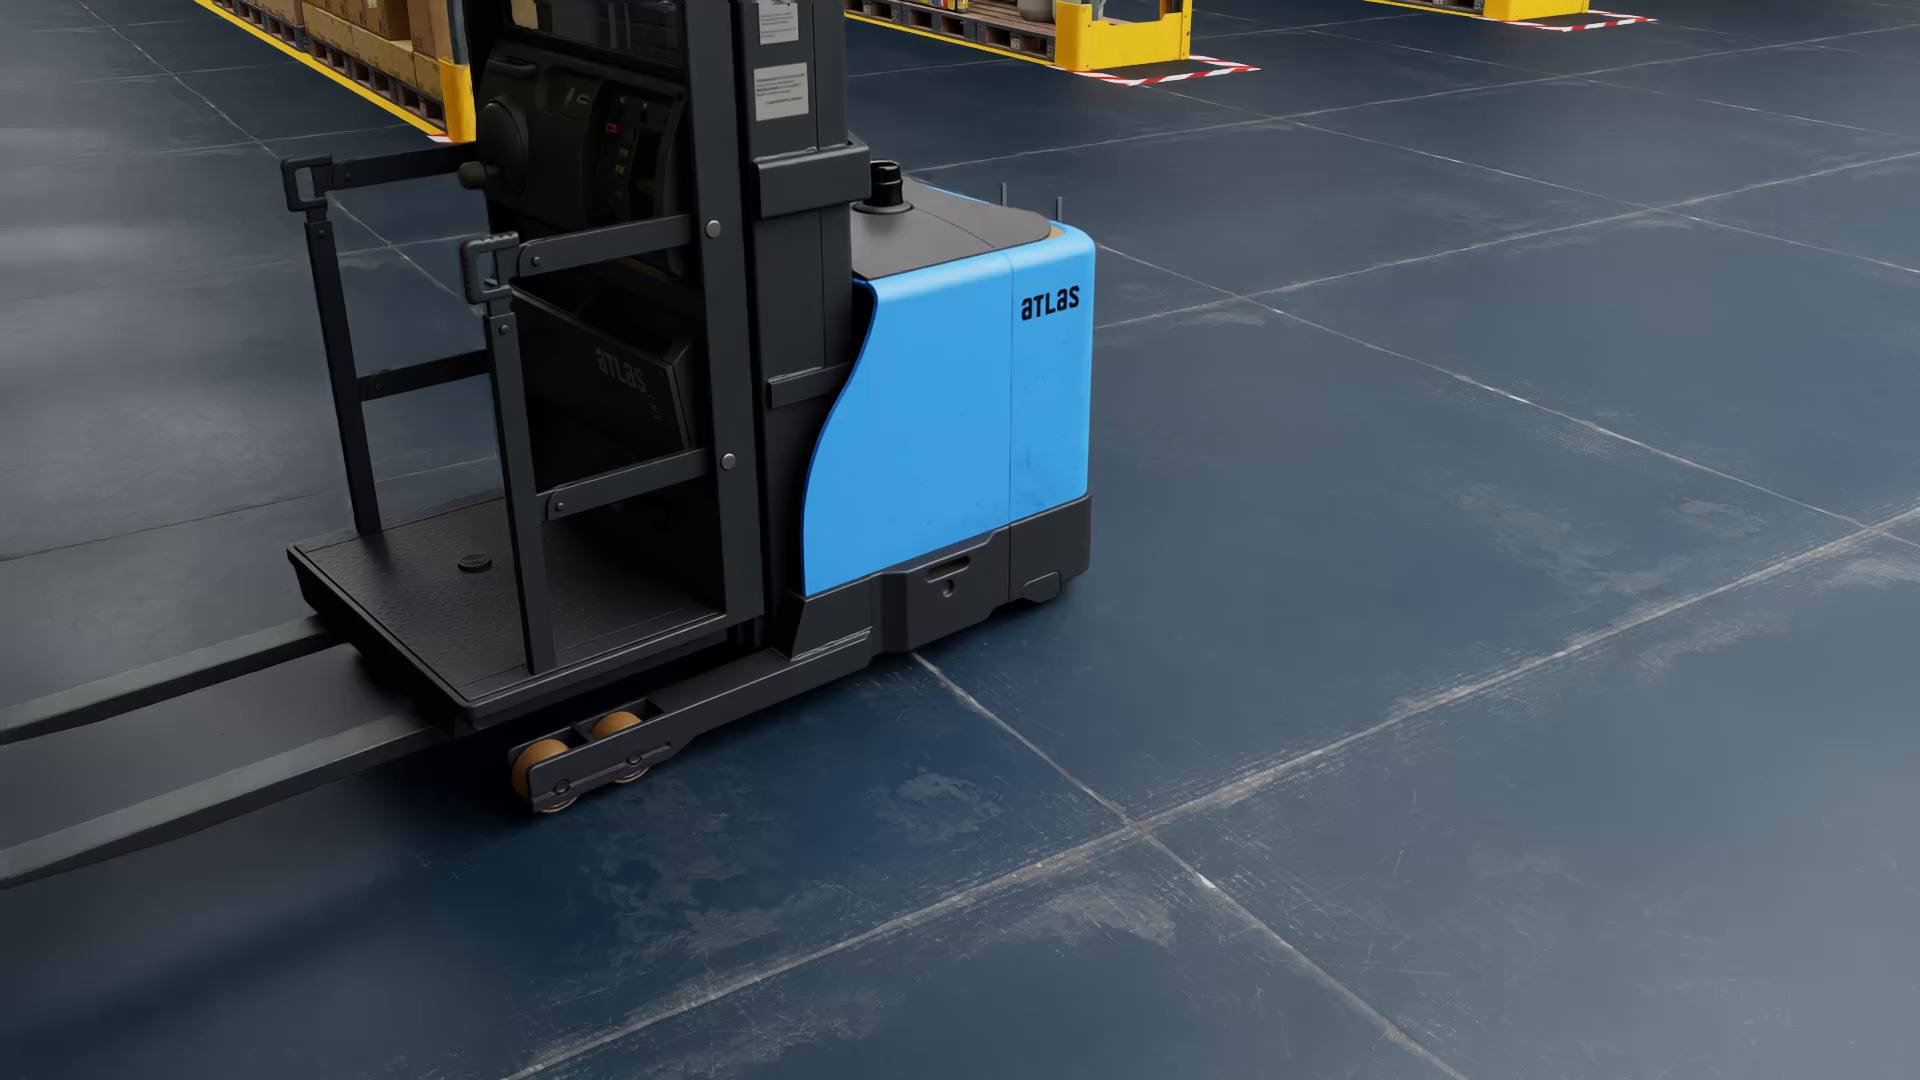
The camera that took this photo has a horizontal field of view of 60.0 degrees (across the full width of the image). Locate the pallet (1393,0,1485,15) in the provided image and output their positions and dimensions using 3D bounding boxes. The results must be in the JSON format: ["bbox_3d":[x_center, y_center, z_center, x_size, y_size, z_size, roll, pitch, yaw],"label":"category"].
[{"bbox_3d":[5.088,-5.417,16.479,1.003,0.211,1.213,-16,29,-30],"label":"pallet"}]

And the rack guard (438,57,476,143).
[{"bbox_3d":[-2.746,-2.906,10.821,1.175,0.500,0.348,-16,29,-30],"label":"rack guard"}]

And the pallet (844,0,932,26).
[{"bbox_3d":[-0.458,-5.118,15.844,1.003,0.211,1.213,-16,29,-30],"label":"pallet"}]

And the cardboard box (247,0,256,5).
[{"bbox_3d":[-6.242,-5.050,15.162,0.500,0.250,0.500,-15,29,-29],"label":"cardboard box"}]

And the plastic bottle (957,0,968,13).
[{"bbox_3d":[0.024,-4.686,14.426,0.097,0.201,0.097,0,25,0],"label":"plastic bottle"}]

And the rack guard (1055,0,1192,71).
[{"bbox_3d":[1.313,-4.084,13.316,1.175,0.500,0.348,-16,29,-30],"label":"rack guard"}]

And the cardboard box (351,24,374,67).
[{"bbox_3d":[-4.128,-3.648,12.194,0.500,0.250,0.500,-16,29,-30],"label":"cardboard box"}]

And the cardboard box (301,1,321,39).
[{"bbox_3d":[-4.943,-4.186,13.332,0.500,0.250,0.500,-16,29,-30],"label":"cardboard box"}]

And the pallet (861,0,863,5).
[{"bbox_3d":[-1.251,-5.640,16.949,1.003,0.211,1.213,-16,29,-30],"label":"pallet"}]

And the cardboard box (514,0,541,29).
[{"bbox_3d":[-3.140,-3.753,11.537,0.500,0.500,0.500,-16,29,-30],"label":"cardboard box"}]

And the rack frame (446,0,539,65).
[{"bbox_3d":[-2.759,-4.045,10.305,1.000,3.000,0.127,-16,29,-30],"label":"rack frame"}]

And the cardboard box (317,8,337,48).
[{"bbox_3d":[-4.675,-4.006,12.951,0.500,0.250,0.500,-16,29,-30],"label":"cardboard box"}]

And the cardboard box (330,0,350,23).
[{"bbox_3d":[-4.406,-4.165,12.410,0.500,0.500,0.500,-16,29,-30],"label":"cardboard box"}]

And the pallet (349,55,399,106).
[{"bbox_3d":[-3.873,-3.484,12.383,1.003,0.211,1.213,-16,29,-30],"label":"pallet"}]

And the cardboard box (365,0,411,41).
[{"bbox_3d":[-3.859,-3.808,11.652,0.500,0.500,0.500,-16,29,-30],"label":"cardboard box"}]

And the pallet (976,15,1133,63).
[{"bbox_3d":[0.874,-4.245,13.995,1.003,0.211,1.213,-16,29,-30],"label":"pallet"}]

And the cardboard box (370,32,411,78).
[{"bbox_3d":[-3.857,-3.469,11.814,0.500,0.250,0.500,-16,29,-30],"label":"cardboard box"}]

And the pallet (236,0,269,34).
[{"bbox_3d":[-6.047,-4.906,15.395,1.003,0.211,1.213,-16,29,-30],"label":"pallet"}]

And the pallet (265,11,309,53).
[{"bbox_3d":[-5.377,-4.469,14.470,1.003,0.211,1.213,-16,29,-30],"label":"pallet"}]

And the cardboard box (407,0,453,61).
[{"bbox_3d":[-3.301,-3.453,10.902,0.500,0.500,0.500,-16,29,-30],"label":"cardboard box"}]

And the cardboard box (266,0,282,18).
[{"bbox_3d":[-5.686,-4.684,14.388,0.500,0.250,0.500,-16,30,-30],"label":"cardboard box"}]

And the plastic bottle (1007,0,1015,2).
[{"bbox_3d":[0.478,-5.007,15.023,0.097,0.271,0.097,0,25,0],"label":"plastic bottle"}]

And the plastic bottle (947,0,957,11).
[{"bbox_3d":[-0.055,-4.761,14.488,0.061,0.283,0.133,-15,29,-28],"label":"plastic bottle"}]

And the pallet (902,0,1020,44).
[{"bbox_3d":[0.212,-4.681,14.919,1.003,0.211,1.213,-16,29,-30],"label":"pallet"}]

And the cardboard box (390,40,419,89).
[{"bbox_3d":[-3.582,-3.291,11.436,0.500,0.250,0.500,-16,29,-30],"label":"cardboard box"}]

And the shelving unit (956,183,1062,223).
[{"bbox_3d":[0.146,-0.558,5.203,0.215,1.050,0.252,-20,32,-36],"label":"shelving unit"}]

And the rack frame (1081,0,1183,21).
[{"bbox_3d":[1.393,-5.198,12.748,1.000,3.000,0.127,-16,29,-30],"label":"rack frame"}]

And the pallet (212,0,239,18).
[{"bbox_3d":[-6.709,-5.342,16.319,1.003,0.211,1.213,-16,29,-30],"label":"pallet"}]

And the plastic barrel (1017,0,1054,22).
[{"bbox_3d":[0.697,-4.660,14.030,0.421,0.512,0.421,0,25,0],"label":"plastic barrel"}]

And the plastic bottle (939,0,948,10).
[{"bbox_3d":[-0.091,-4.817,14.615,0.152,0.276,0.135,-15,29,-29],"label":"plastic bottle"}]

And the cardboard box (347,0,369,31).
[{"bbox_3d":[-4.131,-3.987,12.032,0.500,0.500,0.500,-16,29,-30],"label":"cardboard box"}]

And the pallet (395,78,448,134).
[{"bbox_3d":[-3.211,-3.048,11.459,1.003,0.211,1.213,-16,29,-30],"label":"pallet"}]

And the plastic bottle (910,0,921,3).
[{"bbox_3d":[-0.362,-5.025,14.968,0.144,0.351,0.185,-16,30,-30],"label":"plastic bottle"}]

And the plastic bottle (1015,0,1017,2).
[{"bbox_3d":[0.557,-4.975,14.942,0.061,0.283,0.133,-15,29,-29],"label":"plastic bottle"}]

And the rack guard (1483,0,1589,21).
[{"bbox_3d":[5.502,-5.249,15.784,1.175,0.500,0.348,-16,29,-30],"label":"rack guard"}]

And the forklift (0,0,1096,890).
[{"bbox_3d":[-1.068,-0.941,3.809,3.031,2.935,1.130,-20,32,-36],"label":"forklift"}]

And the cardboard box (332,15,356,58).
[{"bbox_3d":[-4.406,-3.826,12.569,0.500,0.250,0.500,-16,29,-30],"label":"cardboard box"}]

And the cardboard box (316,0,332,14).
[{"bbox_3d":[-4.672,-4.346,12.792,0.500,0.500,0.500,-16,29,-30],"label":"cardboard box"}]

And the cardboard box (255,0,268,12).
[{"bbox_3d":[-5.966,-4.867,14.776,0.500,0.250,0.500,-15,29,-28],"label":"cardboard box"}]

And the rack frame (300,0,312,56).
[{"bbox_3d":[-4.942,-5.476,13.336,1.000,3.000,0.127,-16,29,-30],"label":"rack frame"}]

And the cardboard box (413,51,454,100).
[{"bbox_3d":[-3.299,-3.115,11.063,0.500,0.250,0.500,-16,29,-30],"label":"cardboard box"}]

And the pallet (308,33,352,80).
[{"bbox_3d":[-4.543,-3.921,13.308,1.003,0.211,1.213,-16,29,-30],"label":"pallet"}]

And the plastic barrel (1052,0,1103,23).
[{"bbox_3d":[0.970,-4.481,13.650,0.421,0.512,0.421,0,25,0],"label":"plastic barrel"}]

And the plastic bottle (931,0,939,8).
[{"bbox_3d":[-0.167,-4.866,14.720,0.152,0.276,0.135,-16,30,-31],"label":"plastic bottle"}]

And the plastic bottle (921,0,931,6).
[{"bbox_3d":[-0.261,-4.958,14.827,0.144,0.351,0.185,-14,29,-27],"label":"plastic bottle"}]

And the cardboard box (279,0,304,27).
[{"bbox_3d":[-5.412,-4.503,14.004,0.500,0.250,0.500,-16,30,-30],"label":"cardboard box"}]

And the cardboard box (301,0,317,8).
[{"bbox_3d":[-4.952,-4.523,13.167,0.500,0.500,0.500,-16,29,-30],"label":"cardboard box"}]

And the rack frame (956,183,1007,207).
[{"bbox_3d":[0.066,-0.598,5.286,0.200,1.050,0.008,-20,32,-36],"label":"rack frame"}]

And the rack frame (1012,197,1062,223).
[{"bbox_3d":[0.226,-0.519,5.120,0.200,1.050,0.008,-20,32,-36],"label":"rack frame"}]
